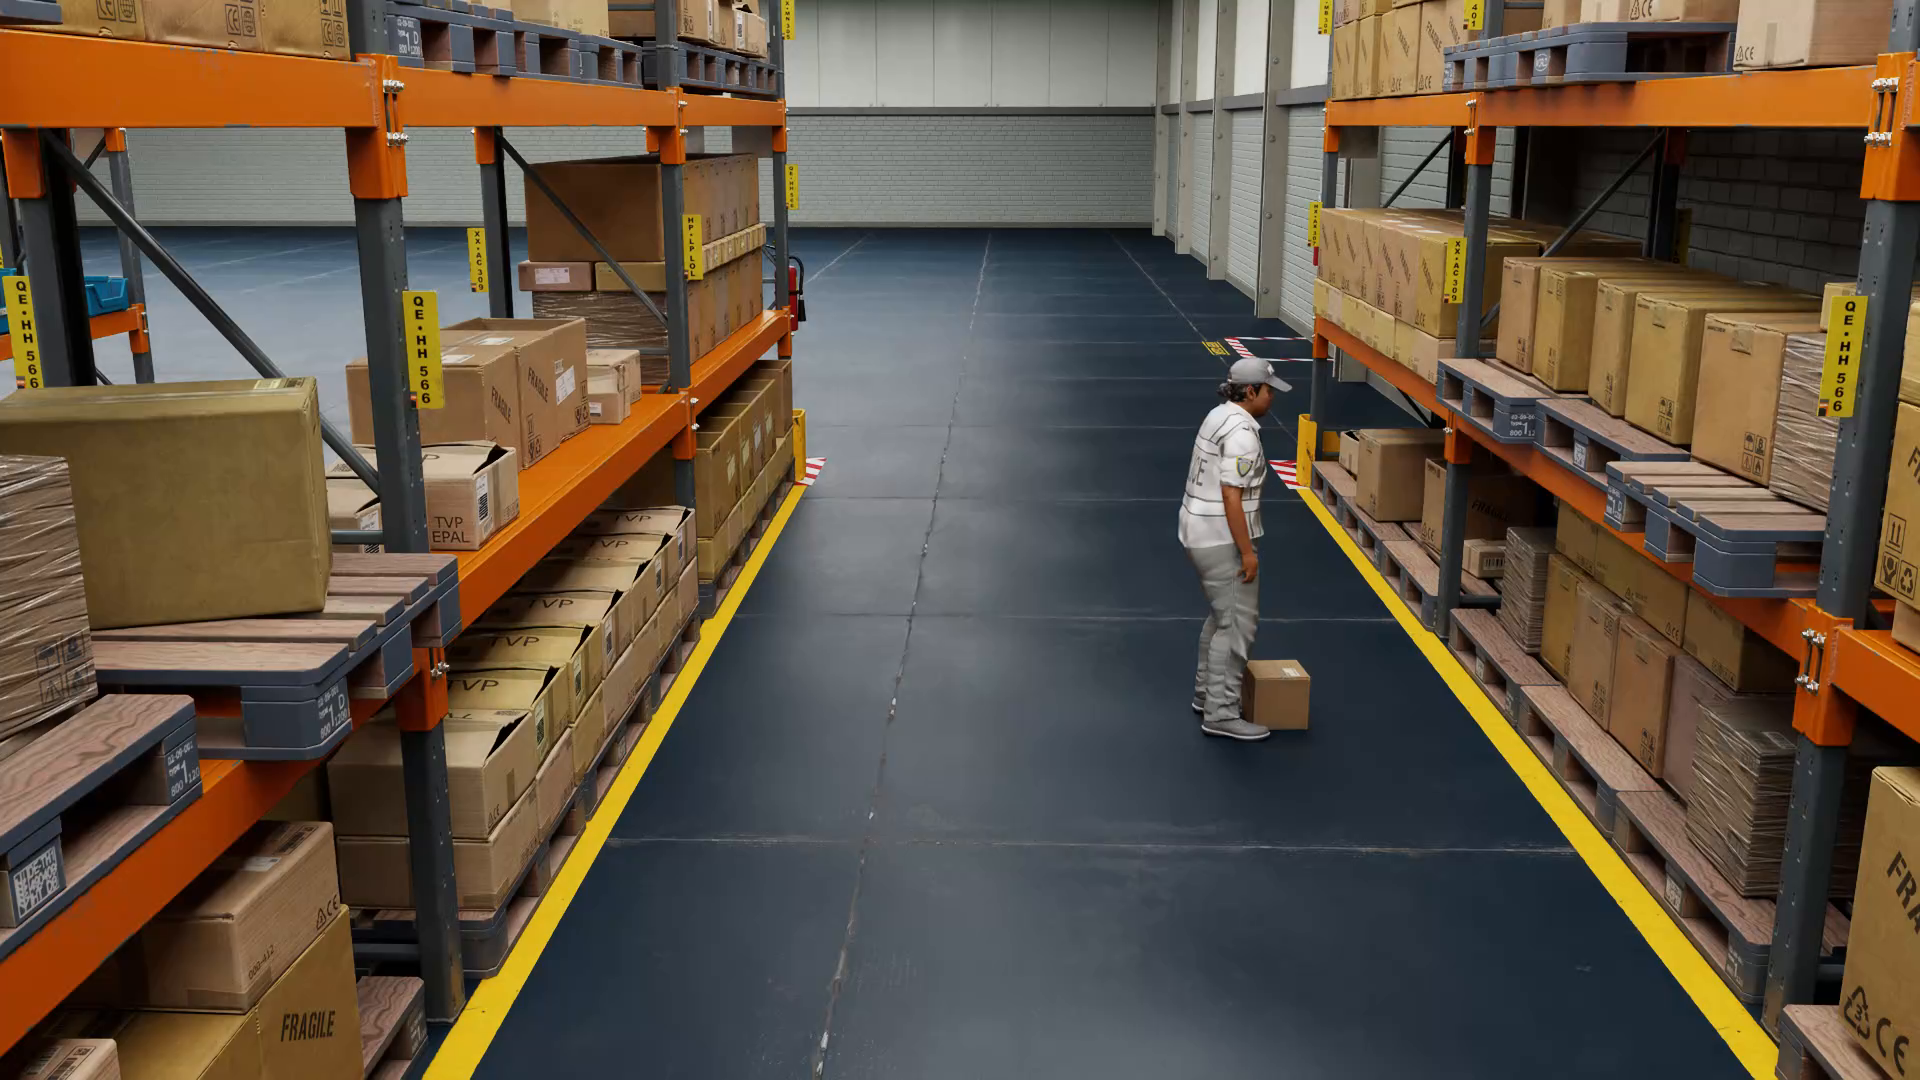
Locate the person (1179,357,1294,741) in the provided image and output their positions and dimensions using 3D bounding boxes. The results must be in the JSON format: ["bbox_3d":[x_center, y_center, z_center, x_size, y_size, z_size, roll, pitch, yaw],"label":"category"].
[{"bbox_3d":[1.222,0.019,7.410,0.473,1.666,0.546,0,14,1],"label":"person"}]
